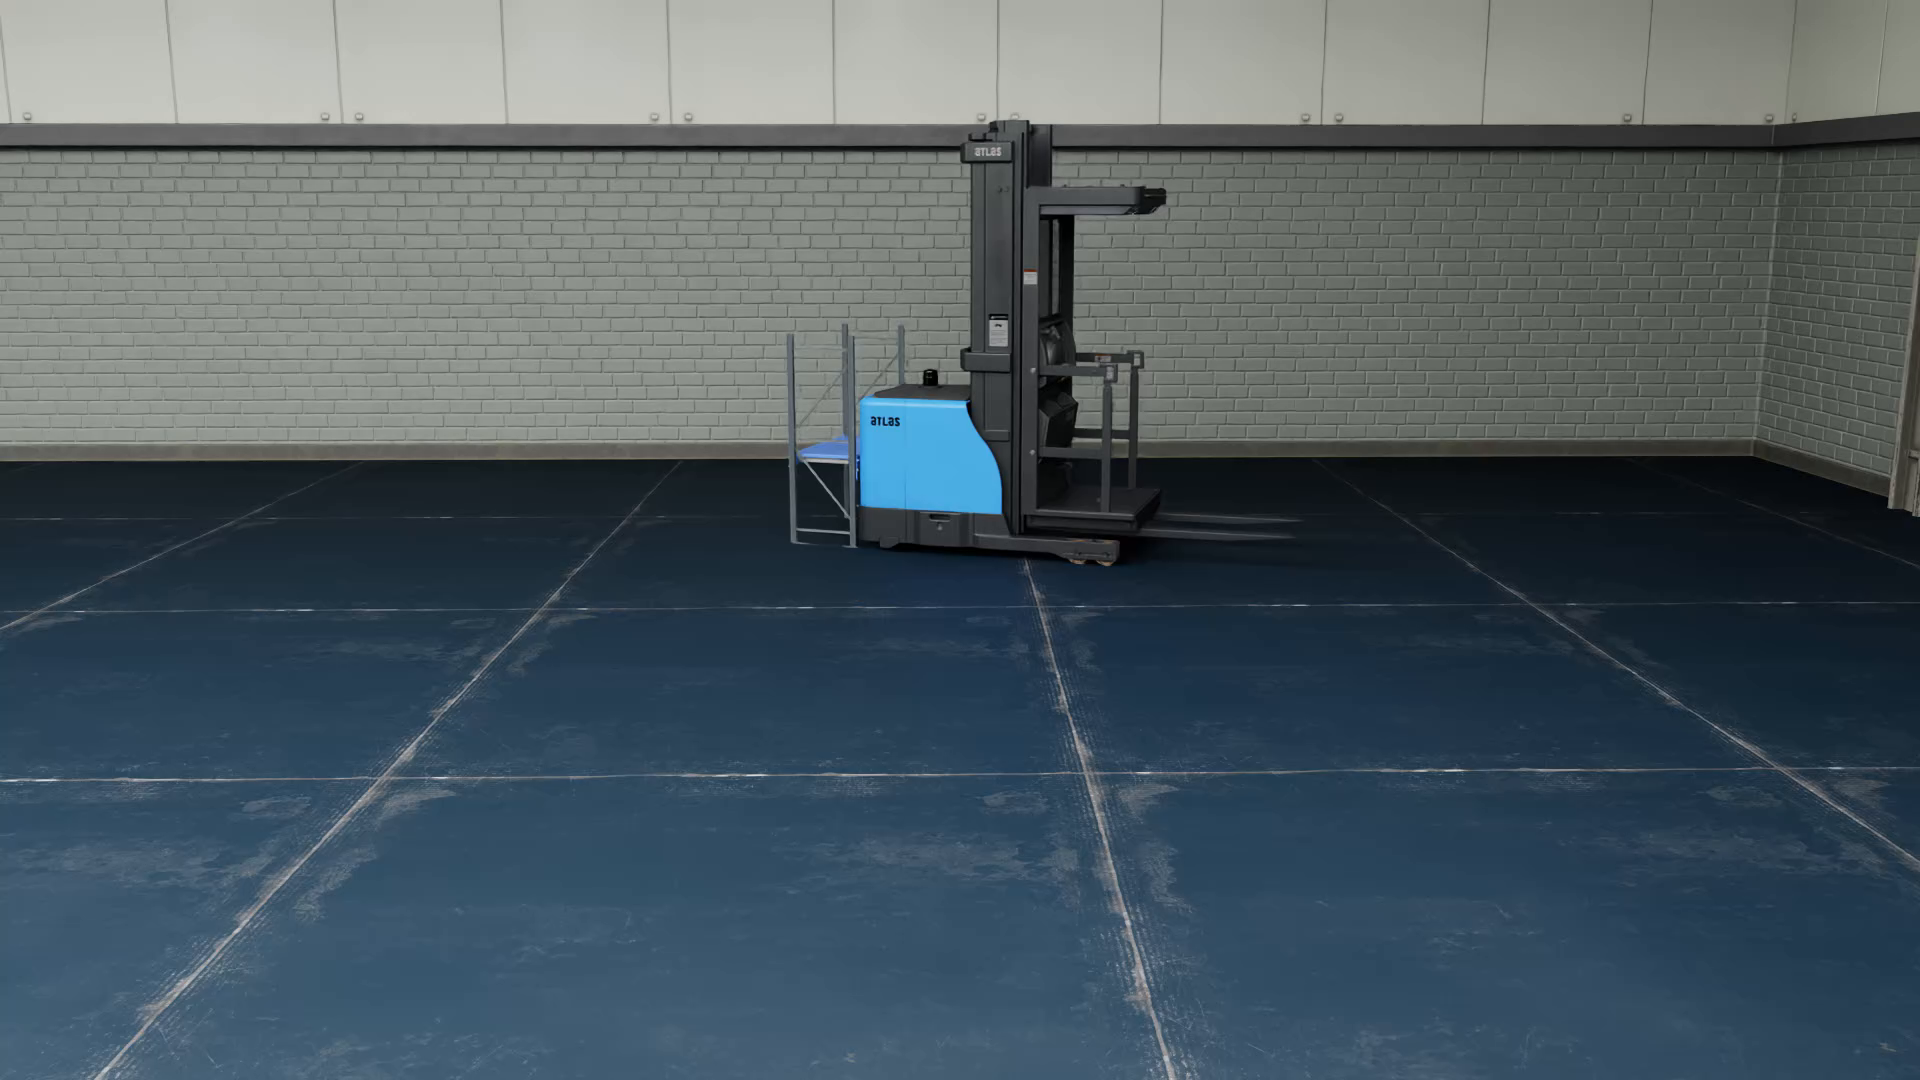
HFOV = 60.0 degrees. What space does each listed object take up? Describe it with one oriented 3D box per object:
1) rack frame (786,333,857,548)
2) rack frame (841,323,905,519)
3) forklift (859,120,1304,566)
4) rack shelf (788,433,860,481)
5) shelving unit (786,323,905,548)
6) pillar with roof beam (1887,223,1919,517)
[{"bbox_3d":[-0.973,-0.697,11.722,0.500,1.500,0.032,4,12,18],"label":"rack frame"},{"bbox_3d":[-0.655,-0.889,12.668,0.500,1.500,0.032,4,12,18],"label":"rack frame"},{"bbox_3d":[0.861,-1.380,11.491,3.031,2.935,1.130,3,12,16],"label":"forklift"},{"bbox_3d":[-0.814,-0.617,12.231,0.538,0.185,1.000,4,12,18],"label":"rack shelf"},{"bbox_3d":[-0.814,-0.793,12.195,0.538,1.500,1.048,4,12,18],"label":"shelving unit"},{"bbox_3d":[3.294,-4.615,12.172,9.100,9.000,0.400,0,11,-1],"label":"pillar with roof beam"}]
